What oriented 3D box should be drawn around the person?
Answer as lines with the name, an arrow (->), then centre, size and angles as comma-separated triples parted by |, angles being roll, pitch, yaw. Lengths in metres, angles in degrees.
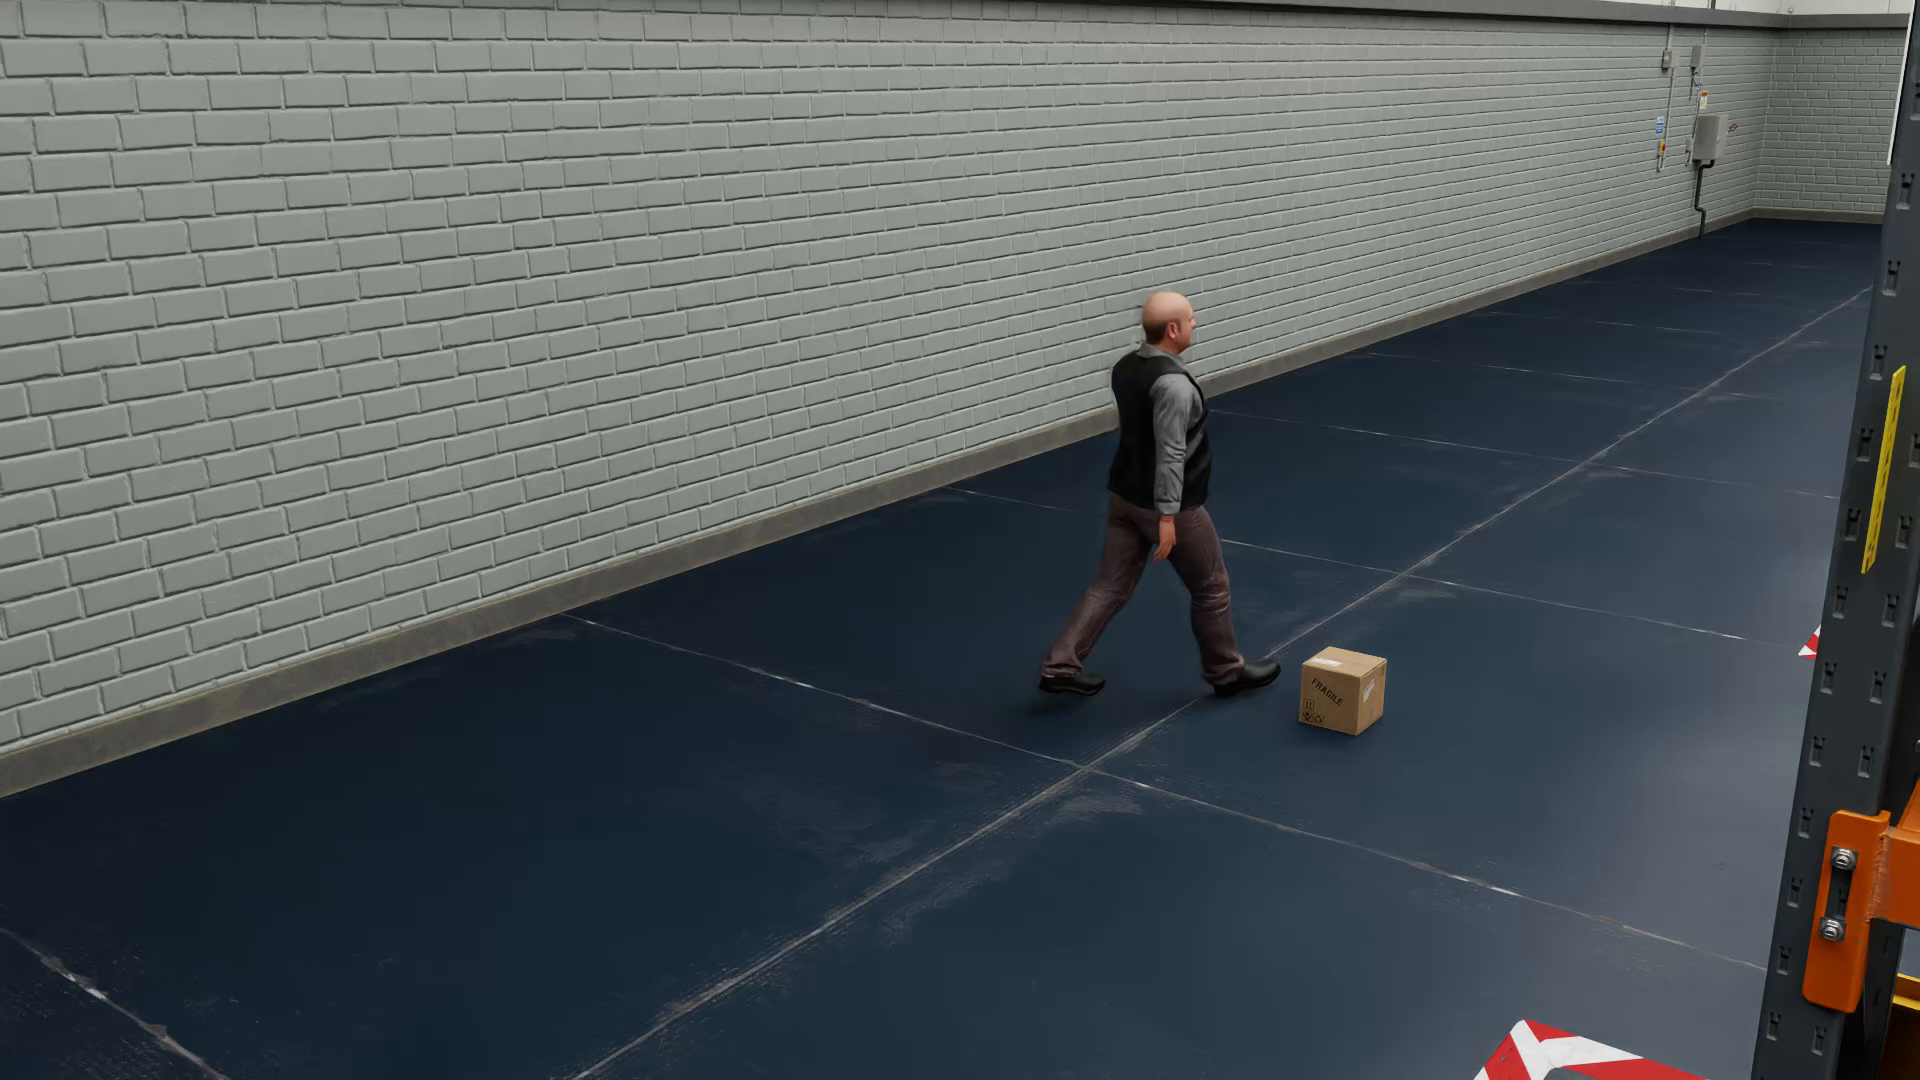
person -> 0.816, -0.153, 6.649 | 1.024, 1.685, 0.559 | -8, 18, -25
